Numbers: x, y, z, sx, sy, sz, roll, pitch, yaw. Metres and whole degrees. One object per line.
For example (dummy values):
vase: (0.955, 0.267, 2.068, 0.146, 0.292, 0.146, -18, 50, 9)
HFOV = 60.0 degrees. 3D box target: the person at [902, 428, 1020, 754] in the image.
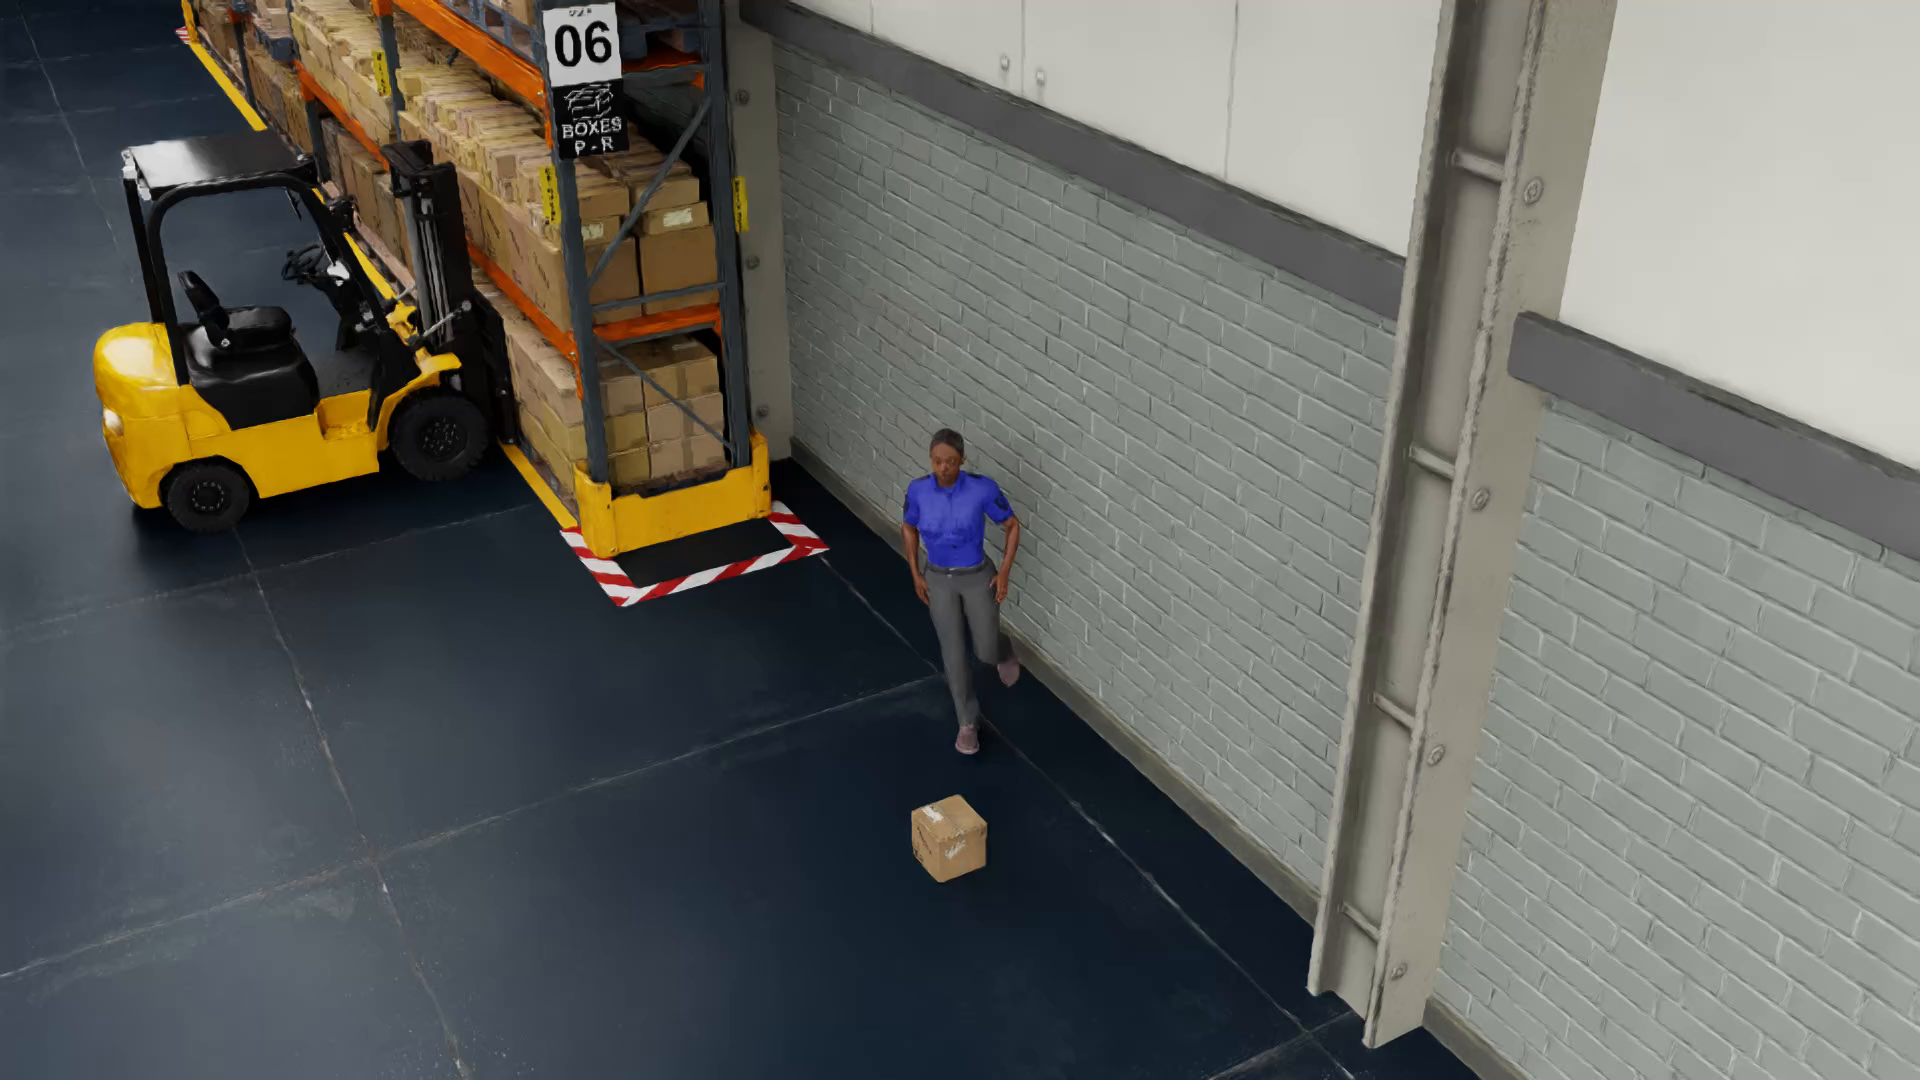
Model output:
person: (-0.008, 0.193, 8.205, 0.586, 1.634, 0.720, 5, 30, 9)
